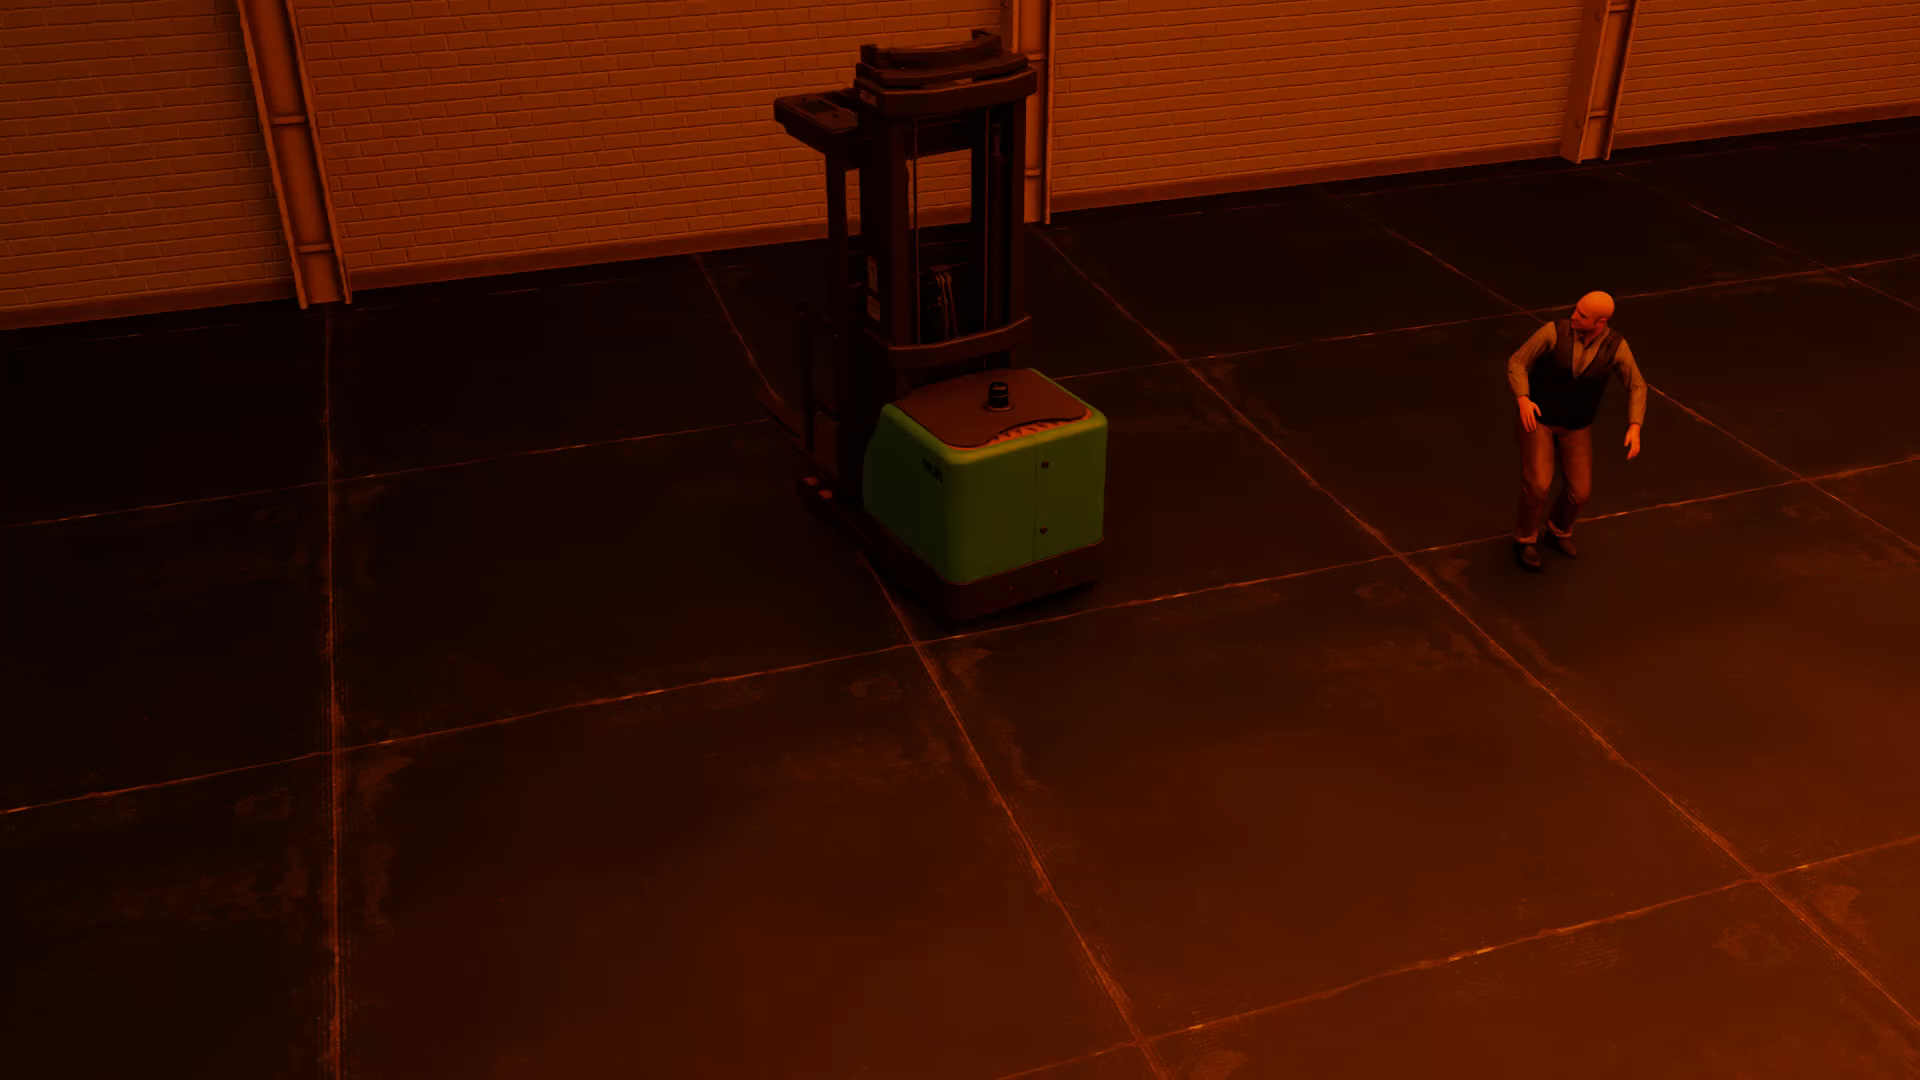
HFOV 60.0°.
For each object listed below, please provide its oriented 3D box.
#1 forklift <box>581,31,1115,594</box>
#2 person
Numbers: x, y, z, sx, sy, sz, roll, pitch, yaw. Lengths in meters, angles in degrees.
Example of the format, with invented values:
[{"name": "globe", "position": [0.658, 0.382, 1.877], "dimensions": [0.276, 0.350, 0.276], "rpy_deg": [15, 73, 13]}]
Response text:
[{"name": "forklift", "position": [-0.670, -1.235, 9.234], "dimensions": [3.031, 2.935, 1.130], "rpy_deg": [-2, 30, -3]}, {"name": "person", "position": [3.499, -0.690, 9.502], "dimensions": [0.591, 1.725, 0.392], "rpy_deg": [5, 30, 9]}]
